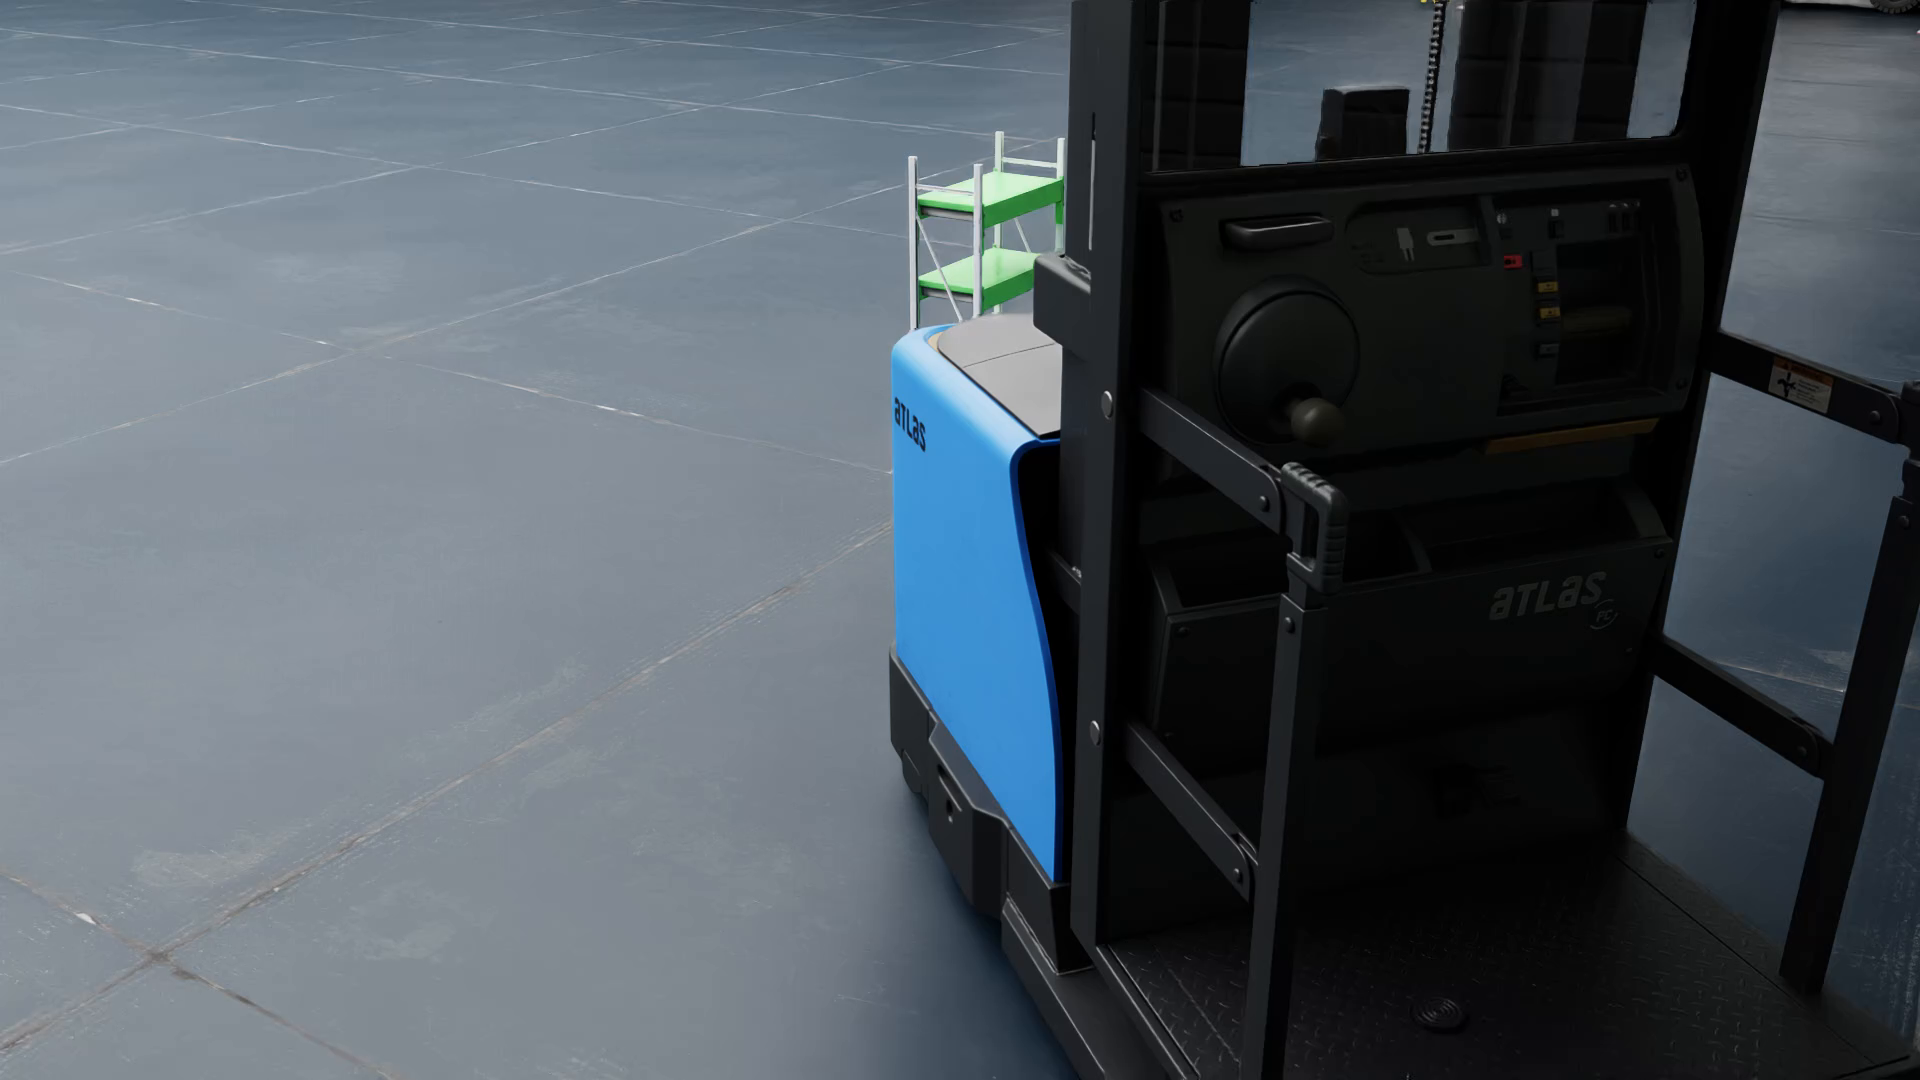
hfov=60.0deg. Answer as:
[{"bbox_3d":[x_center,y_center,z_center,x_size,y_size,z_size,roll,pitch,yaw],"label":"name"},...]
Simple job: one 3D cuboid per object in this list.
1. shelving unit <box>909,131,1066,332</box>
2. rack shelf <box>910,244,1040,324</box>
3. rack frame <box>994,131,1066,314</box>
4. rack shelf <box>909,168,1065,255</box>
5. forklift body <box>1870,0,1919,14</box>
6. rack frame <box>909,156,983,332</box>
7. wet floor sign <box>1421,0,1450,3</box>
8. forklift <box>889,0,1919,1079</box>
[{"bbox_3d":[0.087,-0.607,5.141,0.258,1.200,0.503,14,27,29],"label":"shelving unit"},{"bbox_3d":[0.087,-0.768,5.071,0.258,0.148,0.480,14,27,29],"label":"rack shelf"},{"bbox_3d":[0.216,-0.689,5.331,0.240,1.200,0.015,14,27,29],"label":"rack frame"},{"bbox_3d":[0.087,-0.988,4.975,0.258,0.148,0.480,14,27,29],"label":"rack shelf"},{"bbox_3d":[10.615,-7.522,19.917,2.313,2.155,1.214,14,27,29],"label":"forklift body"},{"bbox_3d":[-0.041,-0.524,4.950,0.240,1.200,0.015,14,27,29],"label":"rack frame"},{"bbox_3d":[5.936,-7.007,20.625,0.232,0.644,0.267,-17,29,-35],"label":"wet floor sign"},{"bbox_3d":[0.803,-0.332,2.329,1.130,2.935,3.031,-8,25,-18],"label":"forklift"}]
